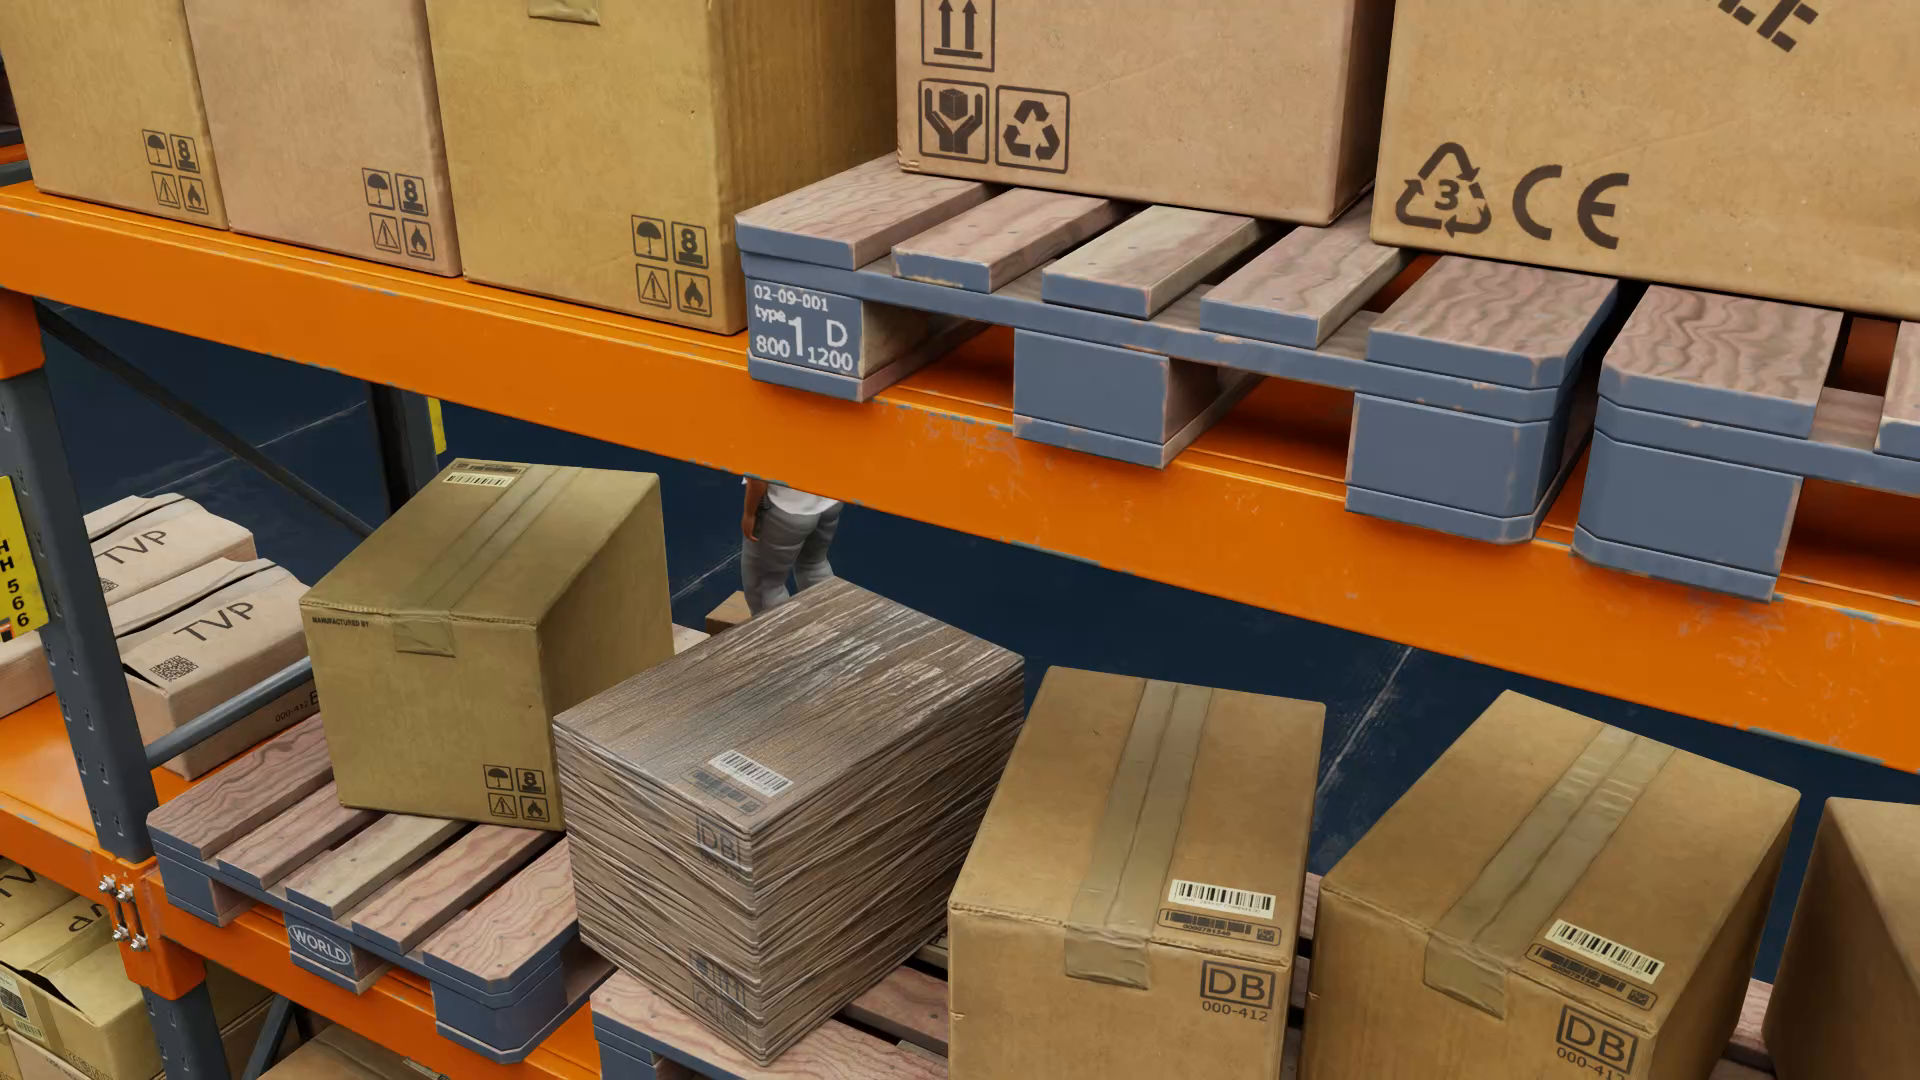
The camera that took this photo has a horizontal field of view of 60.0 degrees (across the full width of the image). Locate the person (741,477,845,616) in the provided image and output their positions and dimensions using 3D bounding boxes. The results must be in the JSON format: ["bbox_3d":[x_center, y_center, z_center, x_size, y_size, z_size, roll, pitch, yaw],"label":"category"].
[{"bbox_3d":[-0.679,-0.187,6.481,0.470,1.665,0.537,14,30,26],"label":"person"}]
